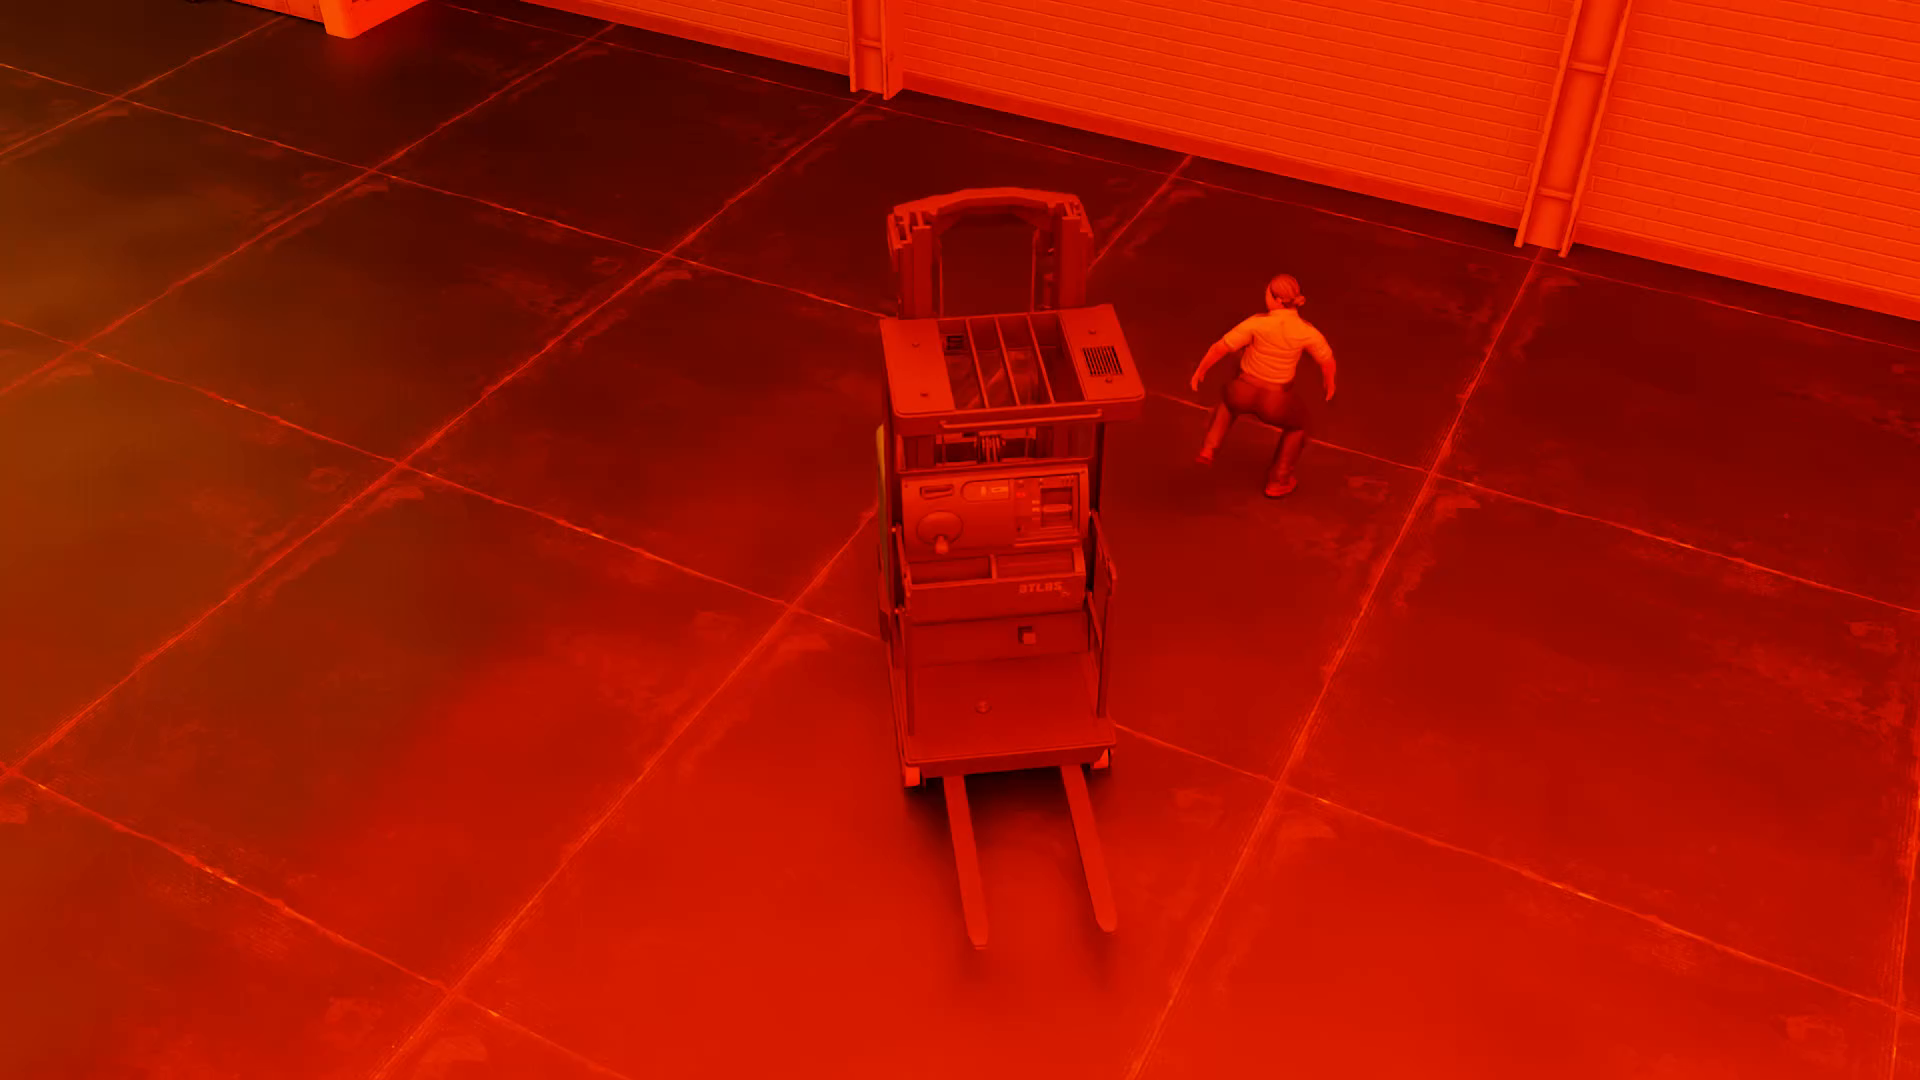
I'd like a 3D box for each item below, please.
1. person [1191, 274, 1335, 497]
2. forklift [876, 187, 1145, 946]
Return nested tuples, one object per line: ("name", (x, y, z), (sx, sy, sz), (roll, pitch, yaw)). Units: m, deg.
("person", (1.868, -0.957, 10.232), (0.807, 1.549, 0.522), (16, 43, 18))
("forklift", (0.206, -0.070, 8.070), (1.130, 2.935, 3.031), (-5, 40, -6))
